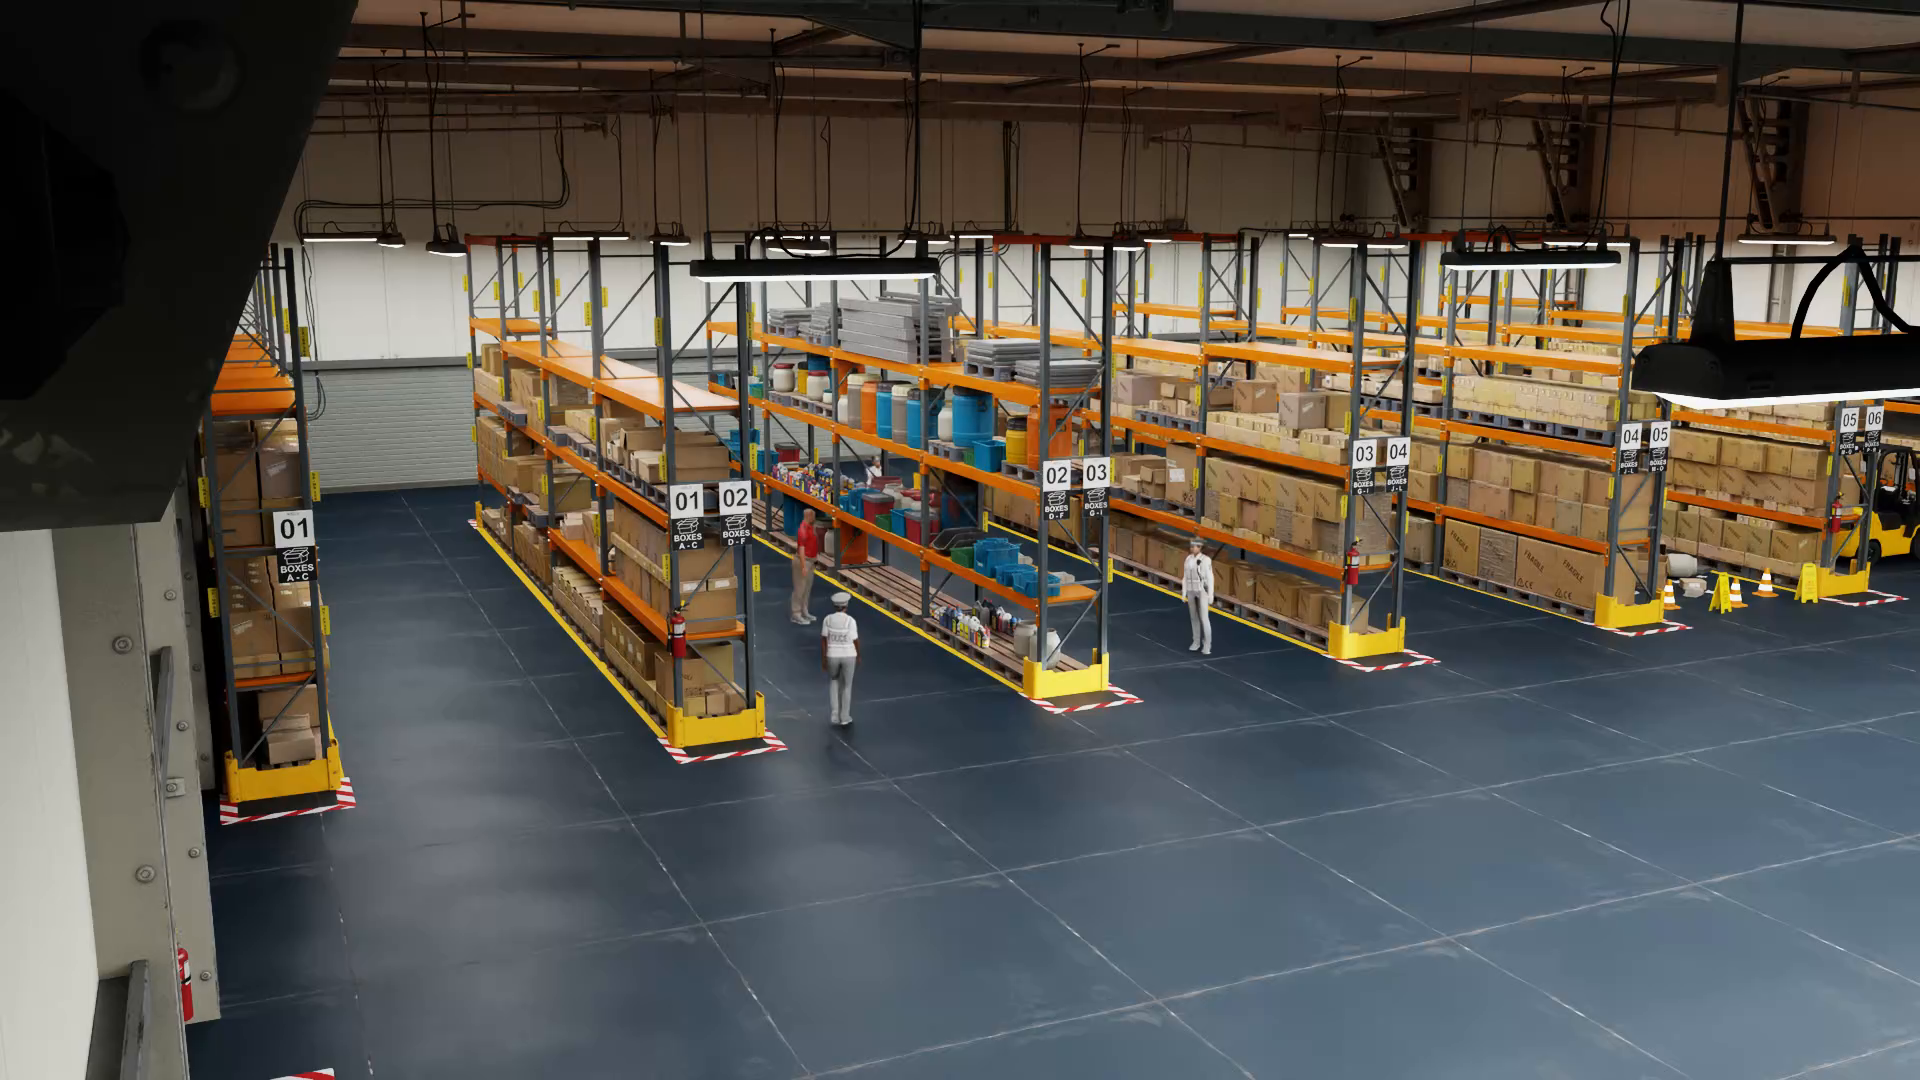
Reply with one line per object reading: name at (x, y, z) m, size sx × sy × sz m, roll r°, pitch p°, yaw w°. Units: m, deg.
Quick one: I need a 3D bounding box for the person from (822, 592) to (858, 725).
person at (-1.505, 1.508, 20.956) m, size 0.456 × 1.694 × 0.358 m, roll 1°, pitch 11°, yaw 6°

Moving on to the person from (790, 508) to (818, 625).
person at (-2.339, 0.384, 25.033) m, size 0.401 × 1.740 × 0.567 m, roll 3°, pitch 11°, yaw 13°

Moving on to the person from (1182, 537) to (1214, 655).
person at (3.530, 0.809, 24.607) m, size 0.360 × 1.721 × 0.583 m, roll -10°, pitch 15°, yaw -43°

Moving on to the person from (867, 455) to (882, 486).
person at (-1.671, -0.931, 33.564) m, size 0.508 × 1.639 × 0.756 m, roll -11°, pitch 15°, yaw -44°
